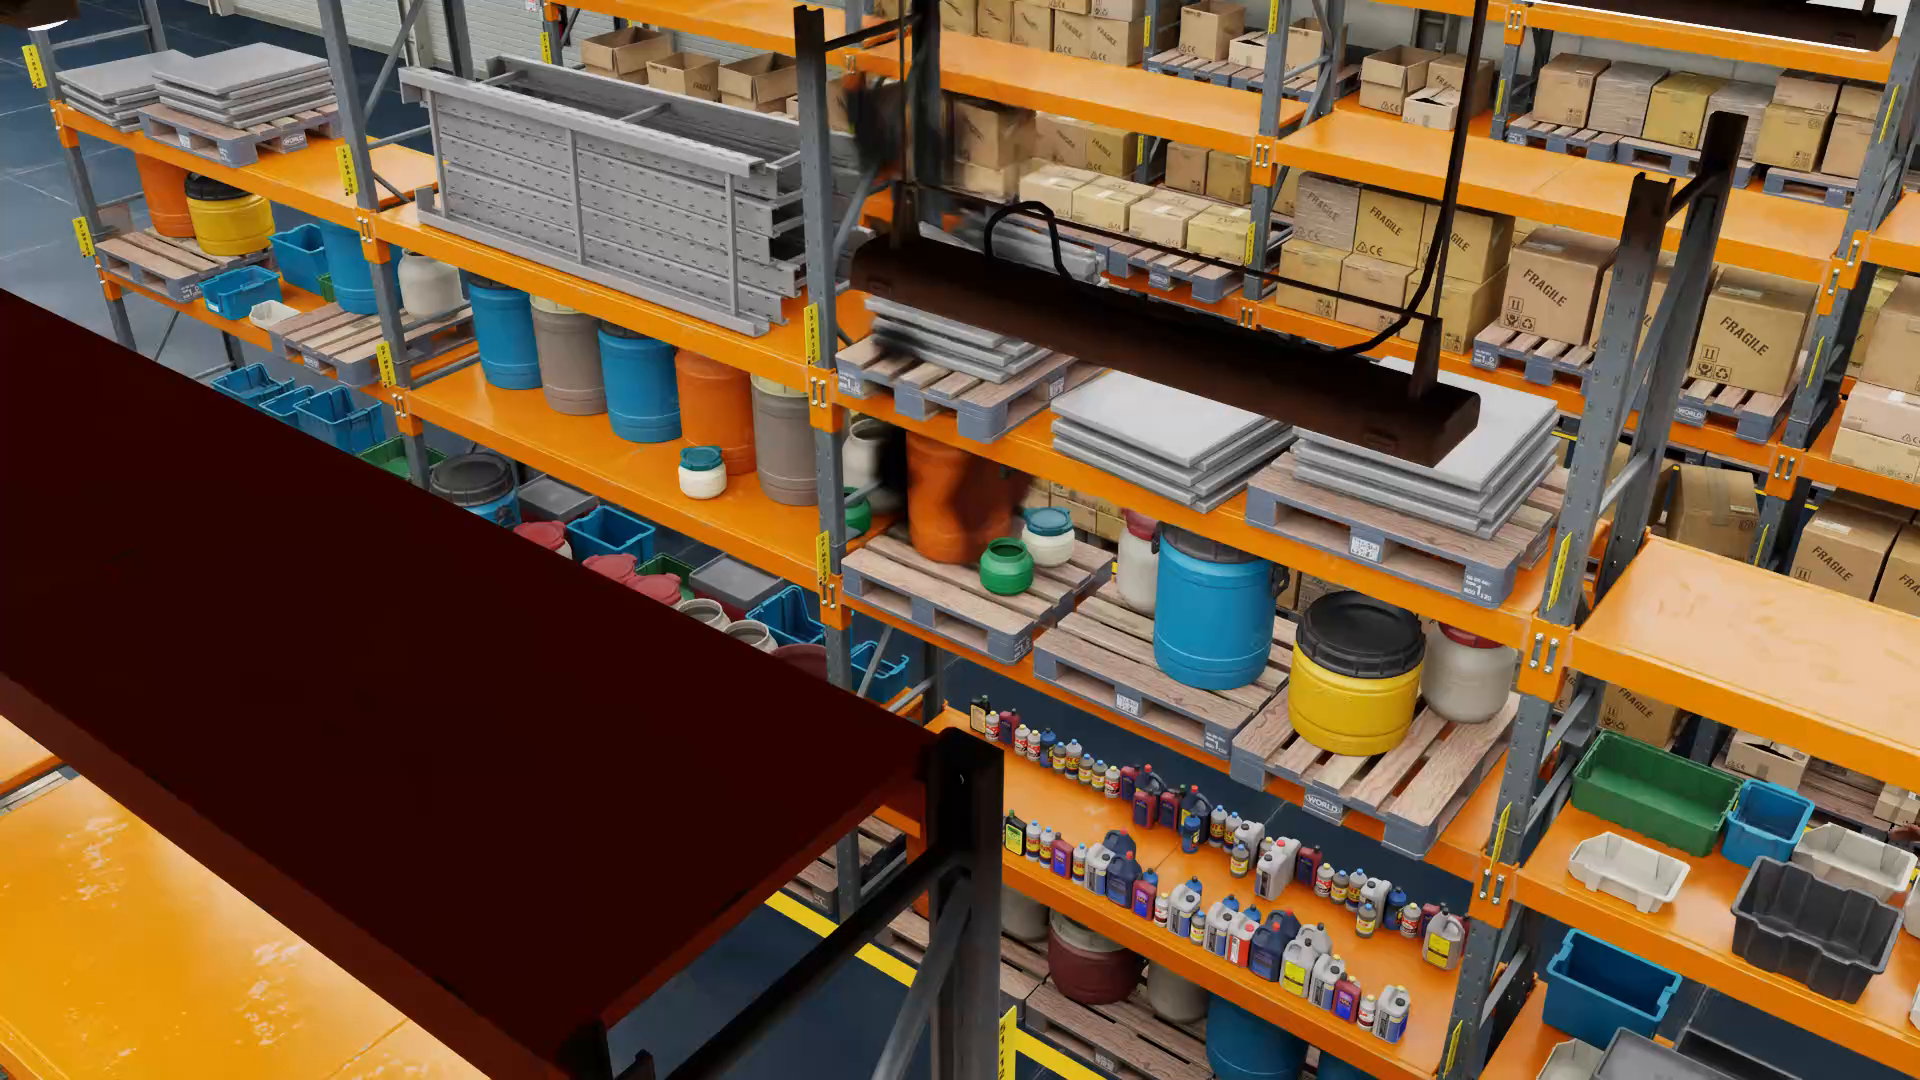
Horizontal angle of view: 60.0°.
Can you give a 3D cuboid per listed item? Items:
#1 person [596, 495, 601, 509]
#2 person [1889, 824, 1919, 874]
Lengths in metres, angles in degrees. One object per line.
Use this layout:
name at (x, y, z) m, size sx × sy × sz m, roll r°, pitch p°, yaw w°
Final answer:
person at (-3.469, -0.936, 15.262) m, size 0.589 × 1.639 × 0.575 m, roll 18°, pitch 36°, yaw 27°
person at (5.928, 2.152, 10.033) m, size 0.925 × 1.783 × 0.682 m, roll 16°, pitch 35°, yaw 24°
